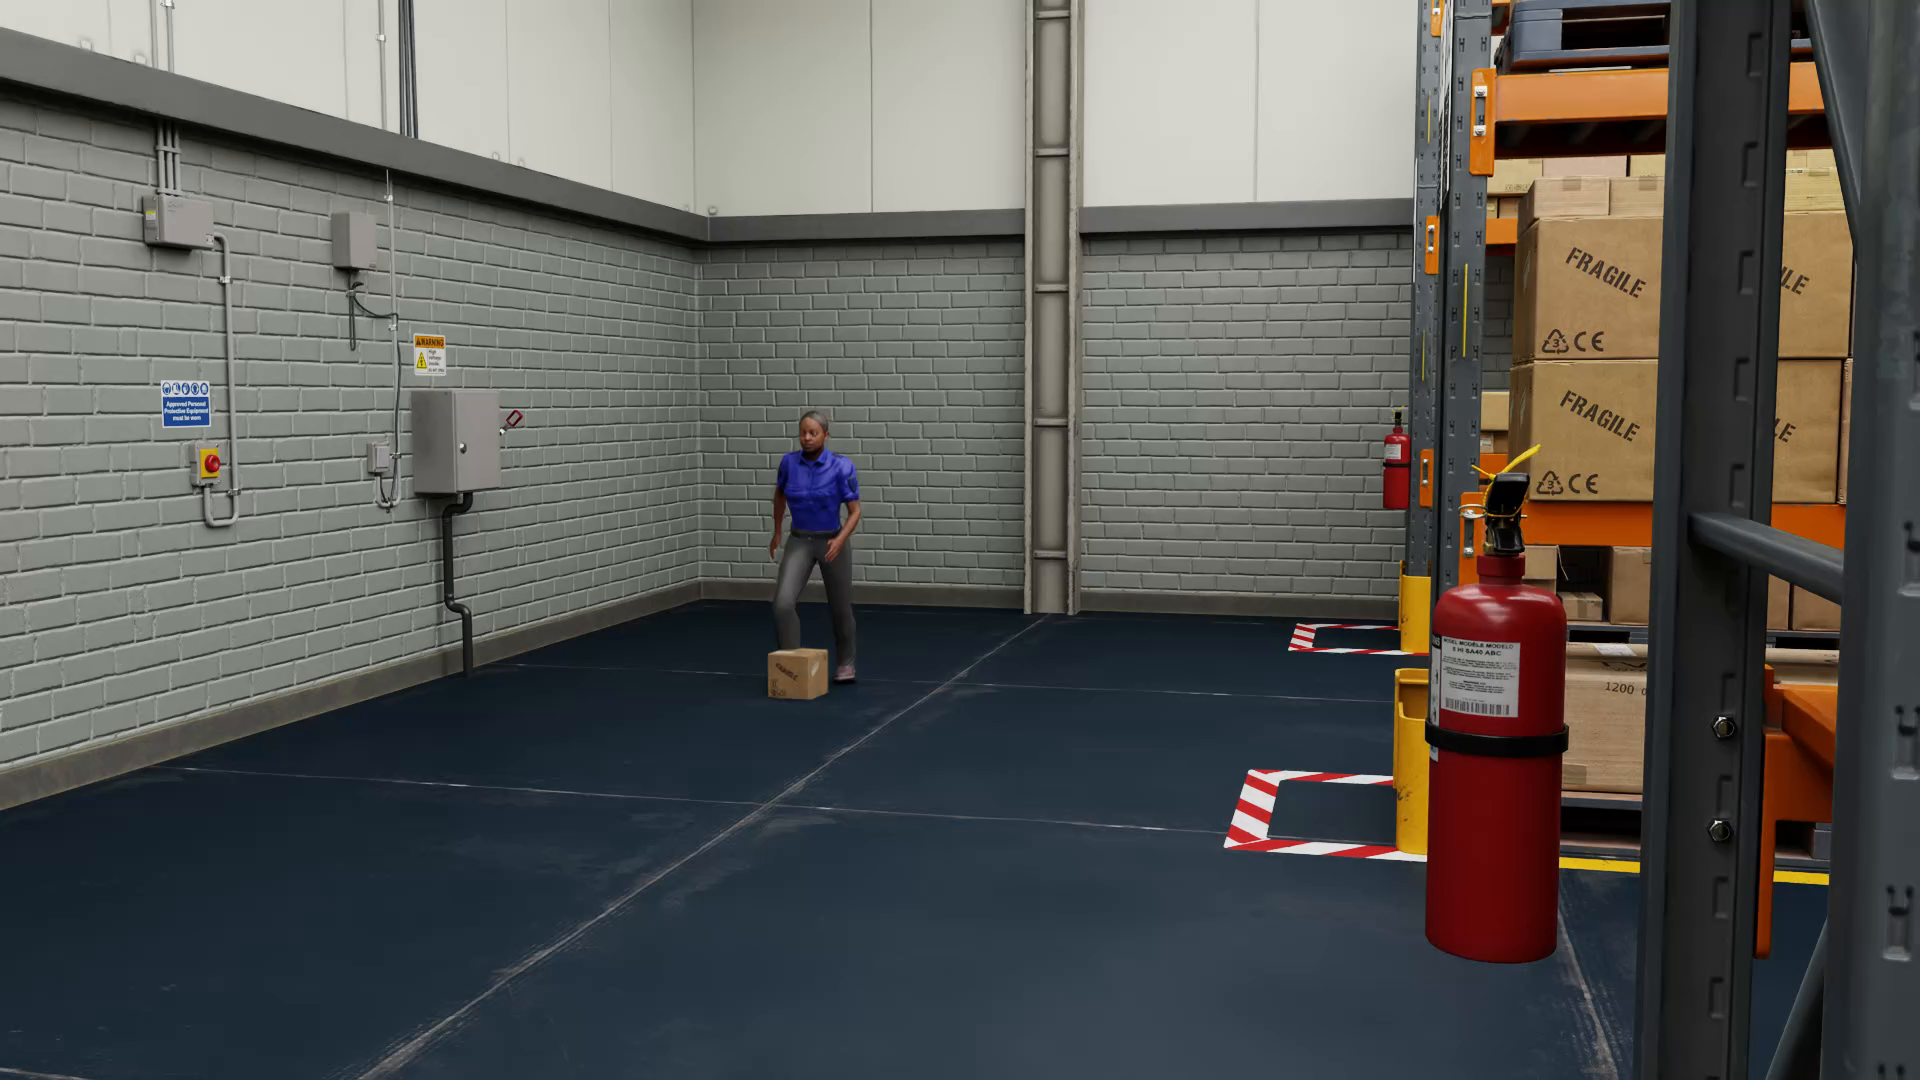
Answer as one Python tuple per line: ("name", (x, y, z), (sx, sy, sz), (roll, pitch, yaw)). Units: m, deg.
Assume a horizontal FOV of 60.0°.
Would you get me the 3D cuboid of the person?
("person", (-0.834, 0.065, 9.485), (0.590, 1.612, 0.791), (1, 5, 8))
